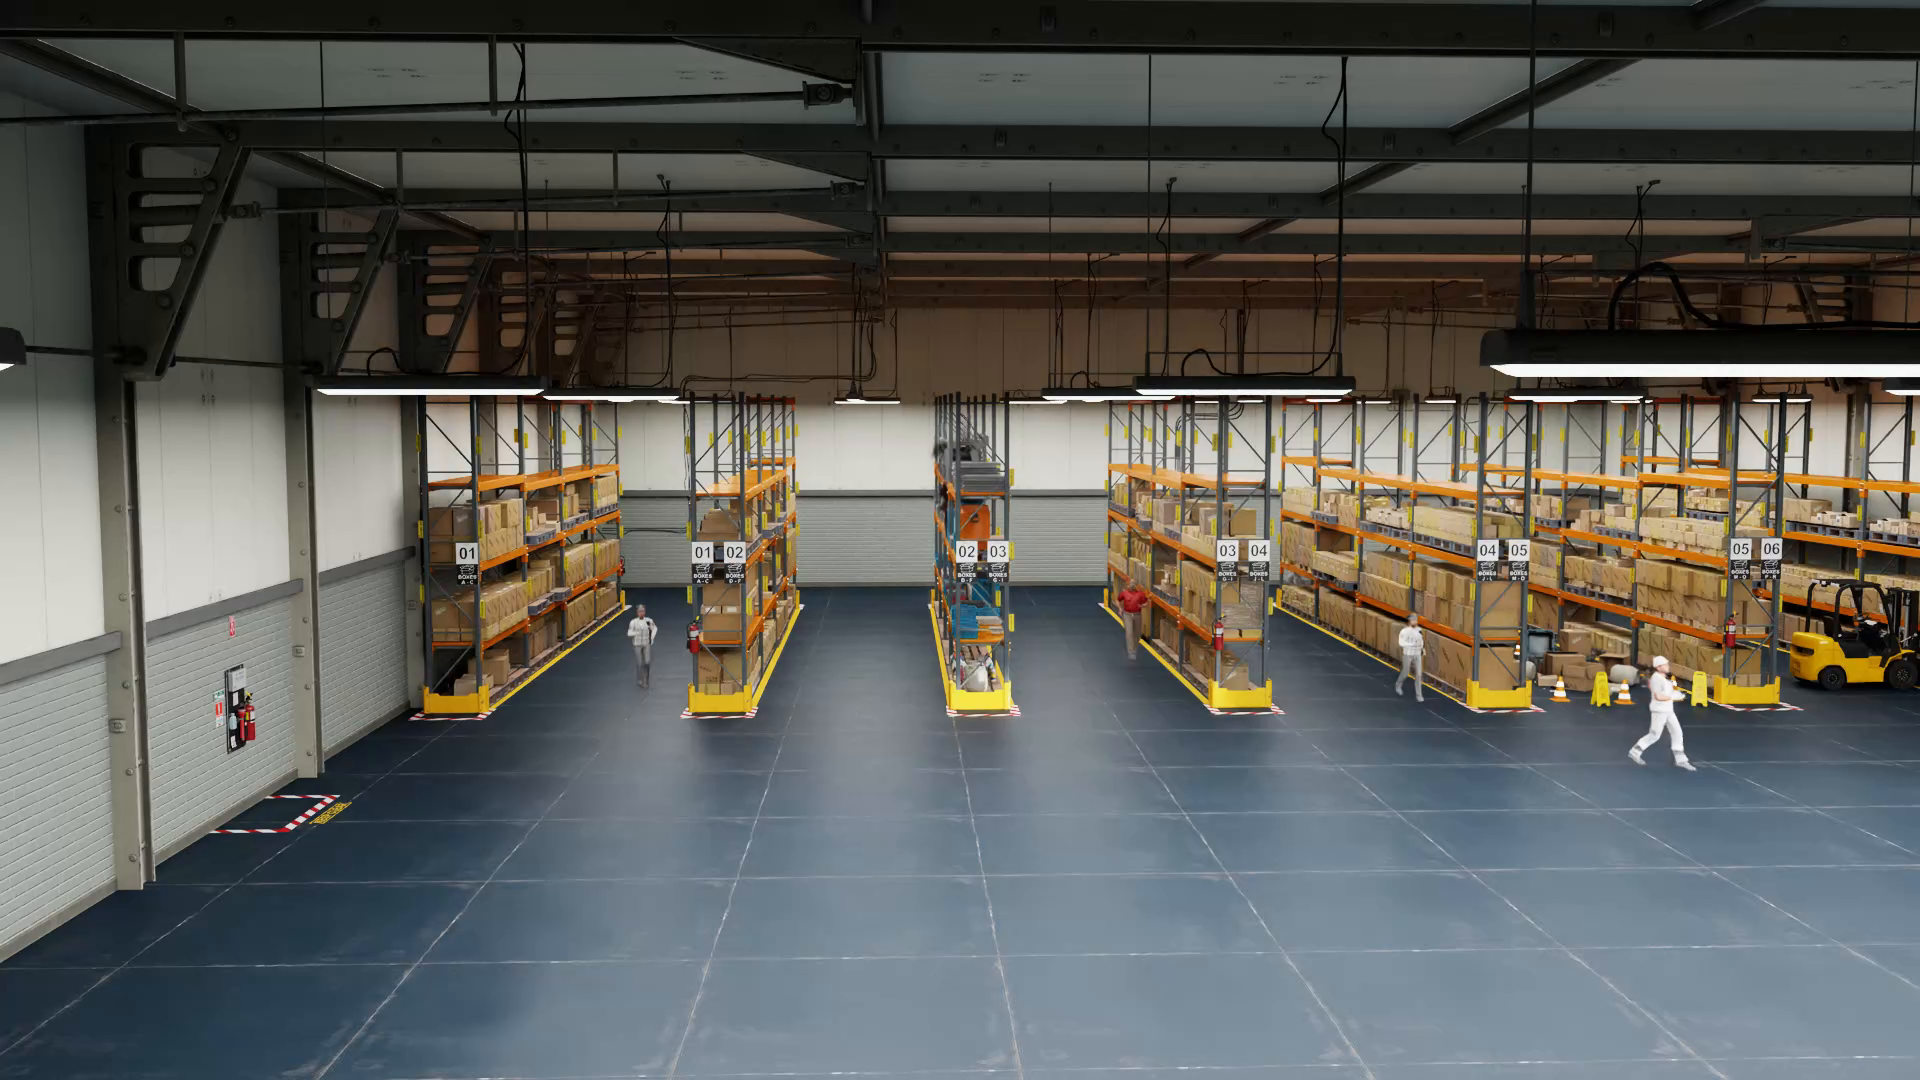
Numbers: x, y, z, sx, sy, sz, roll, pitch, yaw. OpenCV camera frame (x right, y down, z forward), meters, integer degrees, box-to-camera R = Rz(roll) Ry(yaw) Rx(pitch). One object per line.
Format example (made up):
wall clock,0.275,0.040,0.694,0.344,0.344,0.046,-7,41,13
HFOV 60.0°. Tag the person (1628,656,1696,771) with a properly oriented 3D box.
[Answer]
person,11.098,2.714,26.228,0.992,1.775,0.668,4,6,38

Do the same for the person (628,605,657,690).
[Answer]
person,-6.464,2.170,33.858,0.592,1.734,0.601,-1,5,-11

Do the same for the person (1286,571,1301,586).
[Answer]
person,9.947,0.934,49.034,0.562,1.738,0.704,-1,5,-9

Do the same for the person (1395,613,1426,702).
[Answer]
person,8.828,2.255,32.449,0.621,1.679,0.933,-1,5,-11

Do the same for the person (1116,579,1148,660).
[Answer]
person,3.732,1.714,35.922,0.673,1.762,0.882,0,5,-4
